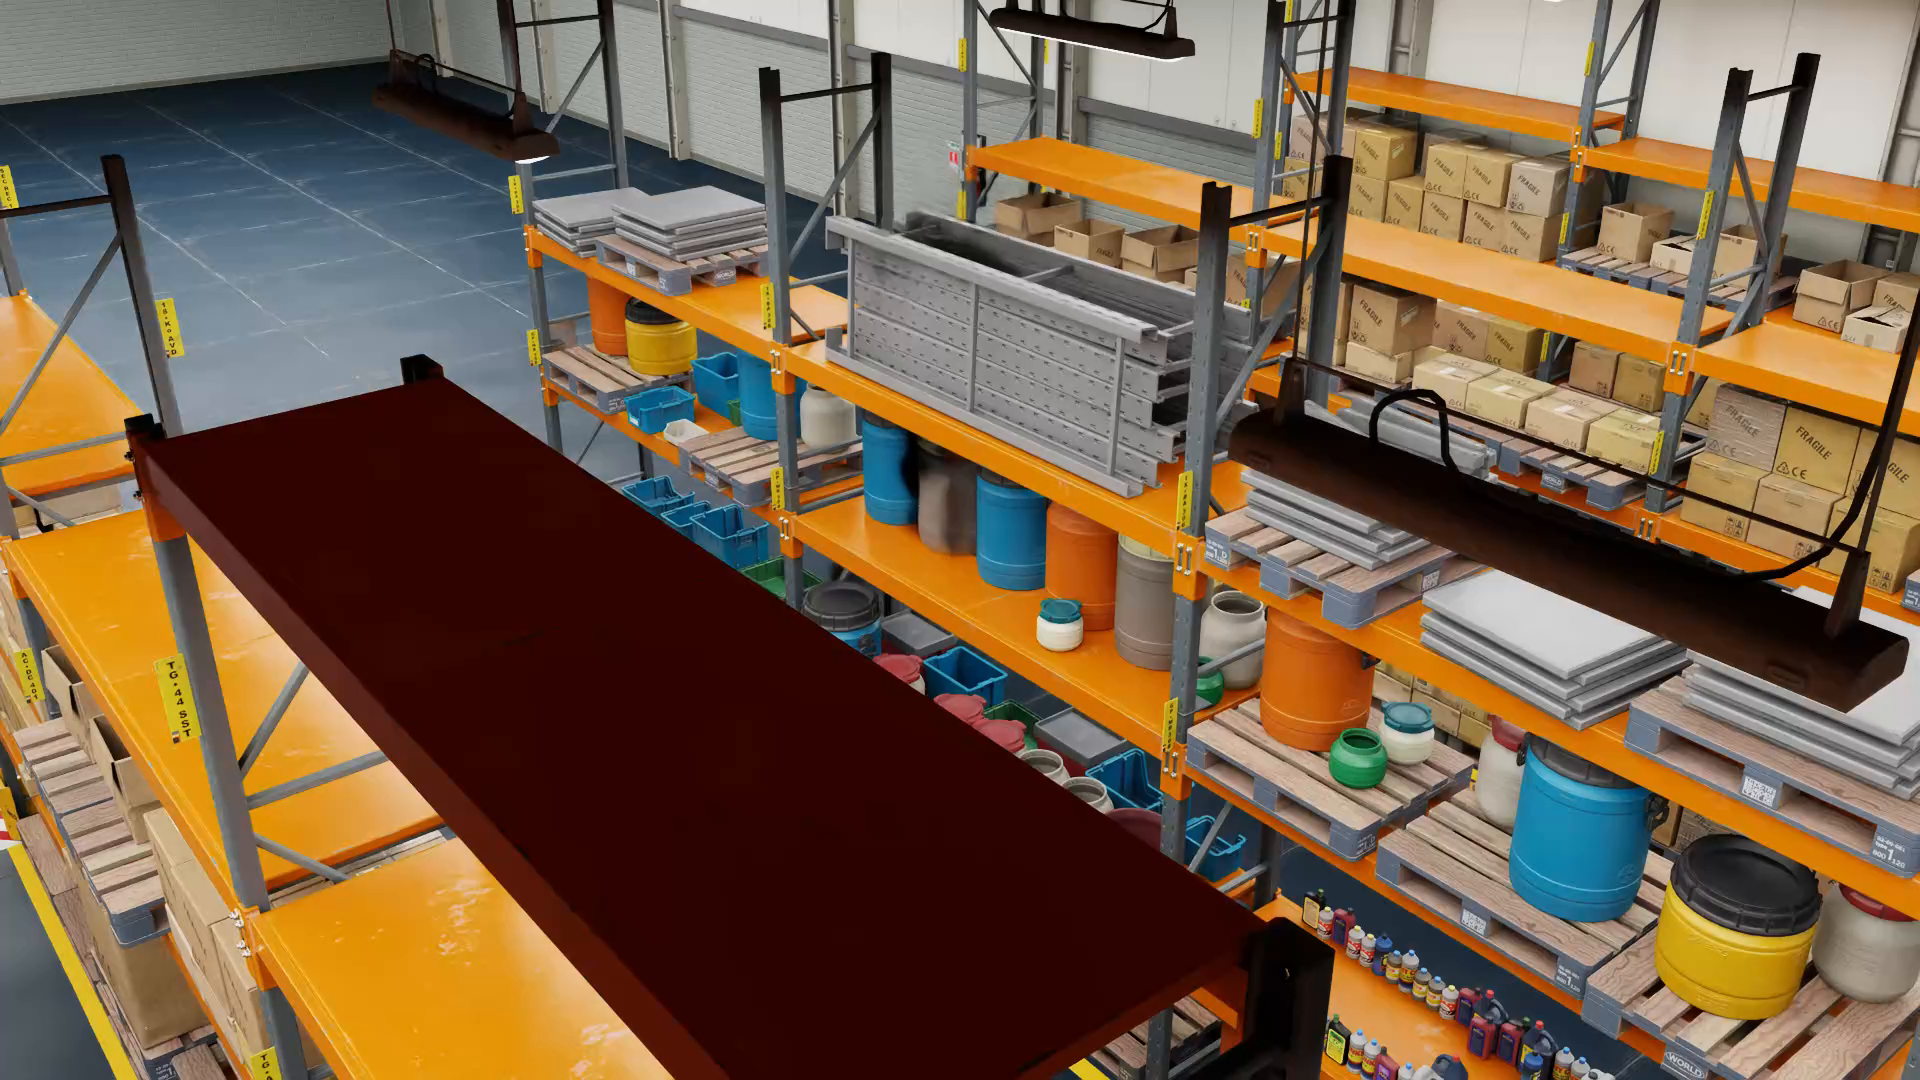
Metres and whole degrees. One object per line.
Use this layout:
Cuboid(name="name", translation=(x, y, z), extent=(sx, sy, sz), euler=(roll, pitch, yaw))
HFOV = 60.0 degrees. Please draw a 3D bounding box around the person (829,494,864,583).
Cuboid(name="person", translation=(-1.027, 0.096, 16.212), extent=(0.556, 1.620, 0.594), euler=(23, 34, 39))
